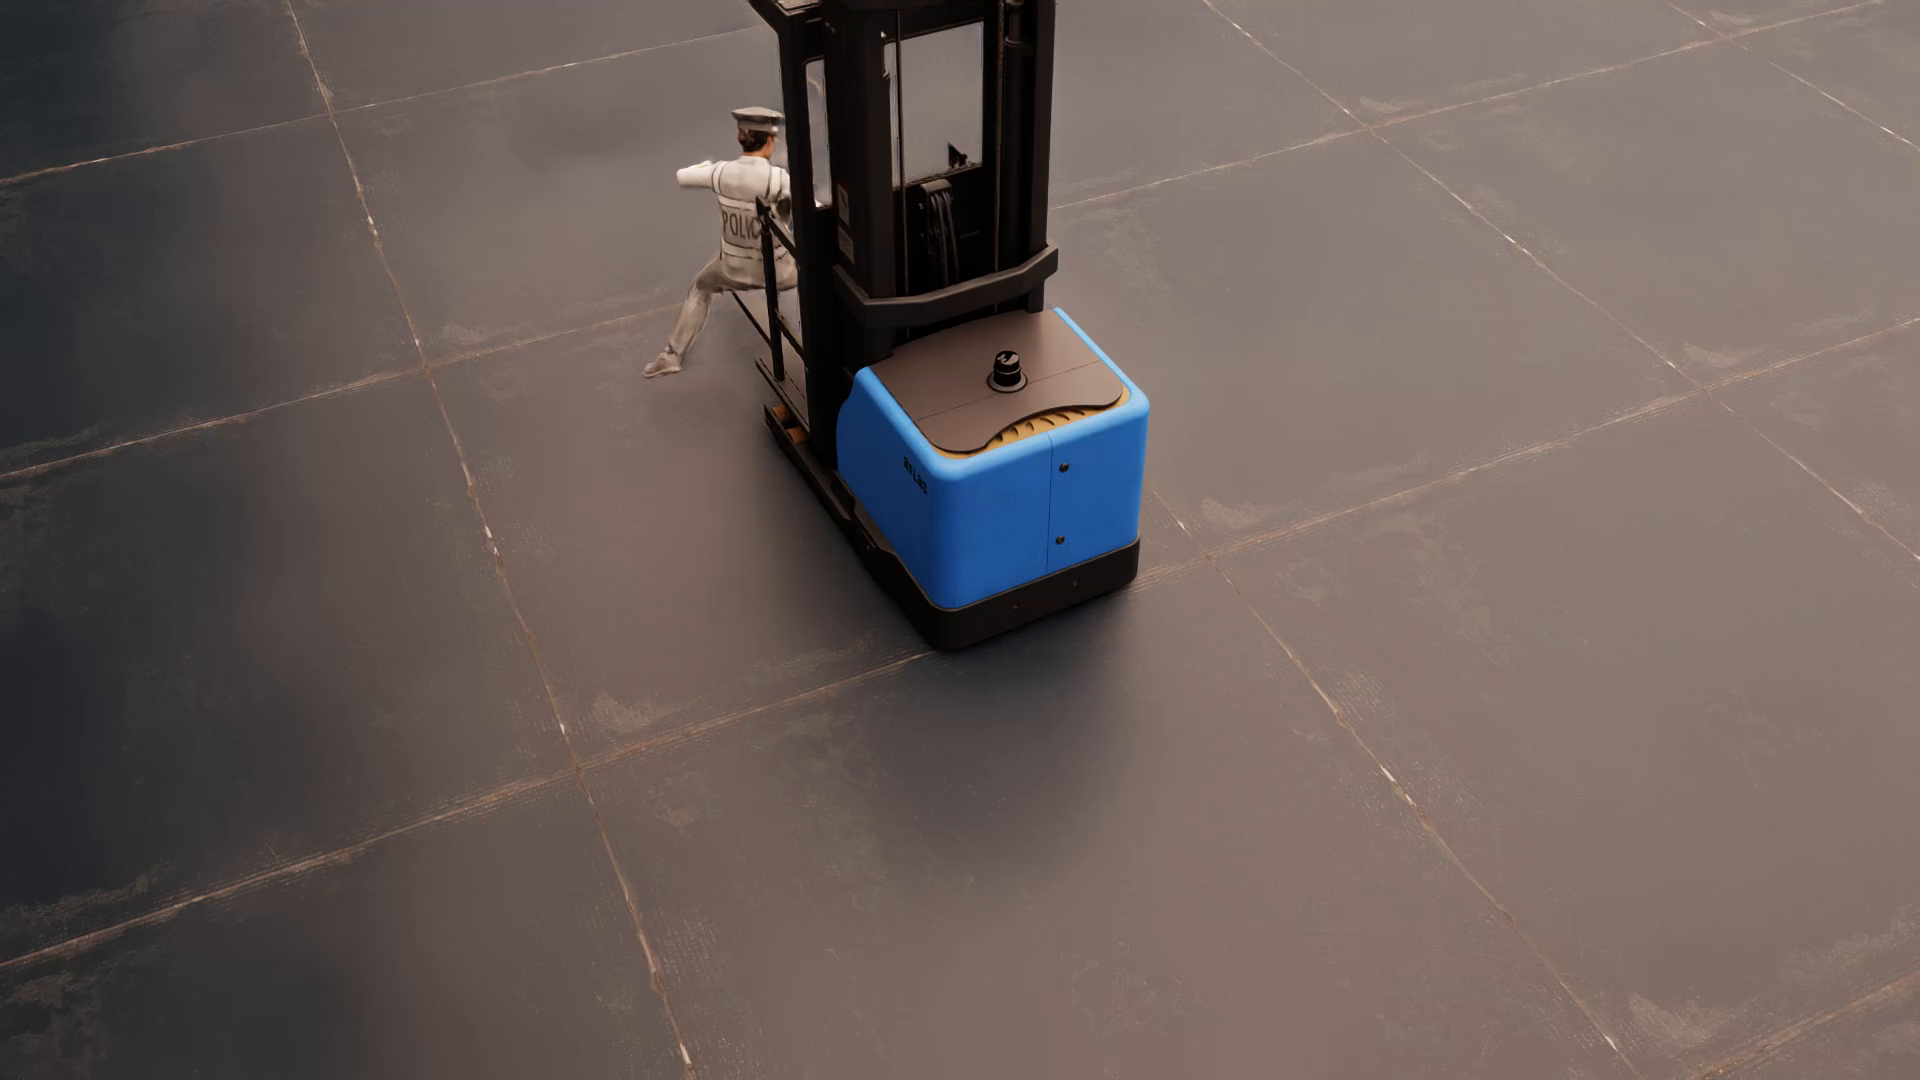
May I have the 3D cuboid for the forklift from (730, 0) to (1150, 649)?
[{"bbox_3d":[-0.323,-1.599,7.394,1.130,2.935,3.031,-20,46,-20],"label":"forklift"}]

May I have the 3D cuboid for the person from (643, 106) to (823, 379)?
[{"bbox_3d":[-0.977,-1.485,8.226,1.211,1.484,0.811,10,44,11],"label":"person"}]
